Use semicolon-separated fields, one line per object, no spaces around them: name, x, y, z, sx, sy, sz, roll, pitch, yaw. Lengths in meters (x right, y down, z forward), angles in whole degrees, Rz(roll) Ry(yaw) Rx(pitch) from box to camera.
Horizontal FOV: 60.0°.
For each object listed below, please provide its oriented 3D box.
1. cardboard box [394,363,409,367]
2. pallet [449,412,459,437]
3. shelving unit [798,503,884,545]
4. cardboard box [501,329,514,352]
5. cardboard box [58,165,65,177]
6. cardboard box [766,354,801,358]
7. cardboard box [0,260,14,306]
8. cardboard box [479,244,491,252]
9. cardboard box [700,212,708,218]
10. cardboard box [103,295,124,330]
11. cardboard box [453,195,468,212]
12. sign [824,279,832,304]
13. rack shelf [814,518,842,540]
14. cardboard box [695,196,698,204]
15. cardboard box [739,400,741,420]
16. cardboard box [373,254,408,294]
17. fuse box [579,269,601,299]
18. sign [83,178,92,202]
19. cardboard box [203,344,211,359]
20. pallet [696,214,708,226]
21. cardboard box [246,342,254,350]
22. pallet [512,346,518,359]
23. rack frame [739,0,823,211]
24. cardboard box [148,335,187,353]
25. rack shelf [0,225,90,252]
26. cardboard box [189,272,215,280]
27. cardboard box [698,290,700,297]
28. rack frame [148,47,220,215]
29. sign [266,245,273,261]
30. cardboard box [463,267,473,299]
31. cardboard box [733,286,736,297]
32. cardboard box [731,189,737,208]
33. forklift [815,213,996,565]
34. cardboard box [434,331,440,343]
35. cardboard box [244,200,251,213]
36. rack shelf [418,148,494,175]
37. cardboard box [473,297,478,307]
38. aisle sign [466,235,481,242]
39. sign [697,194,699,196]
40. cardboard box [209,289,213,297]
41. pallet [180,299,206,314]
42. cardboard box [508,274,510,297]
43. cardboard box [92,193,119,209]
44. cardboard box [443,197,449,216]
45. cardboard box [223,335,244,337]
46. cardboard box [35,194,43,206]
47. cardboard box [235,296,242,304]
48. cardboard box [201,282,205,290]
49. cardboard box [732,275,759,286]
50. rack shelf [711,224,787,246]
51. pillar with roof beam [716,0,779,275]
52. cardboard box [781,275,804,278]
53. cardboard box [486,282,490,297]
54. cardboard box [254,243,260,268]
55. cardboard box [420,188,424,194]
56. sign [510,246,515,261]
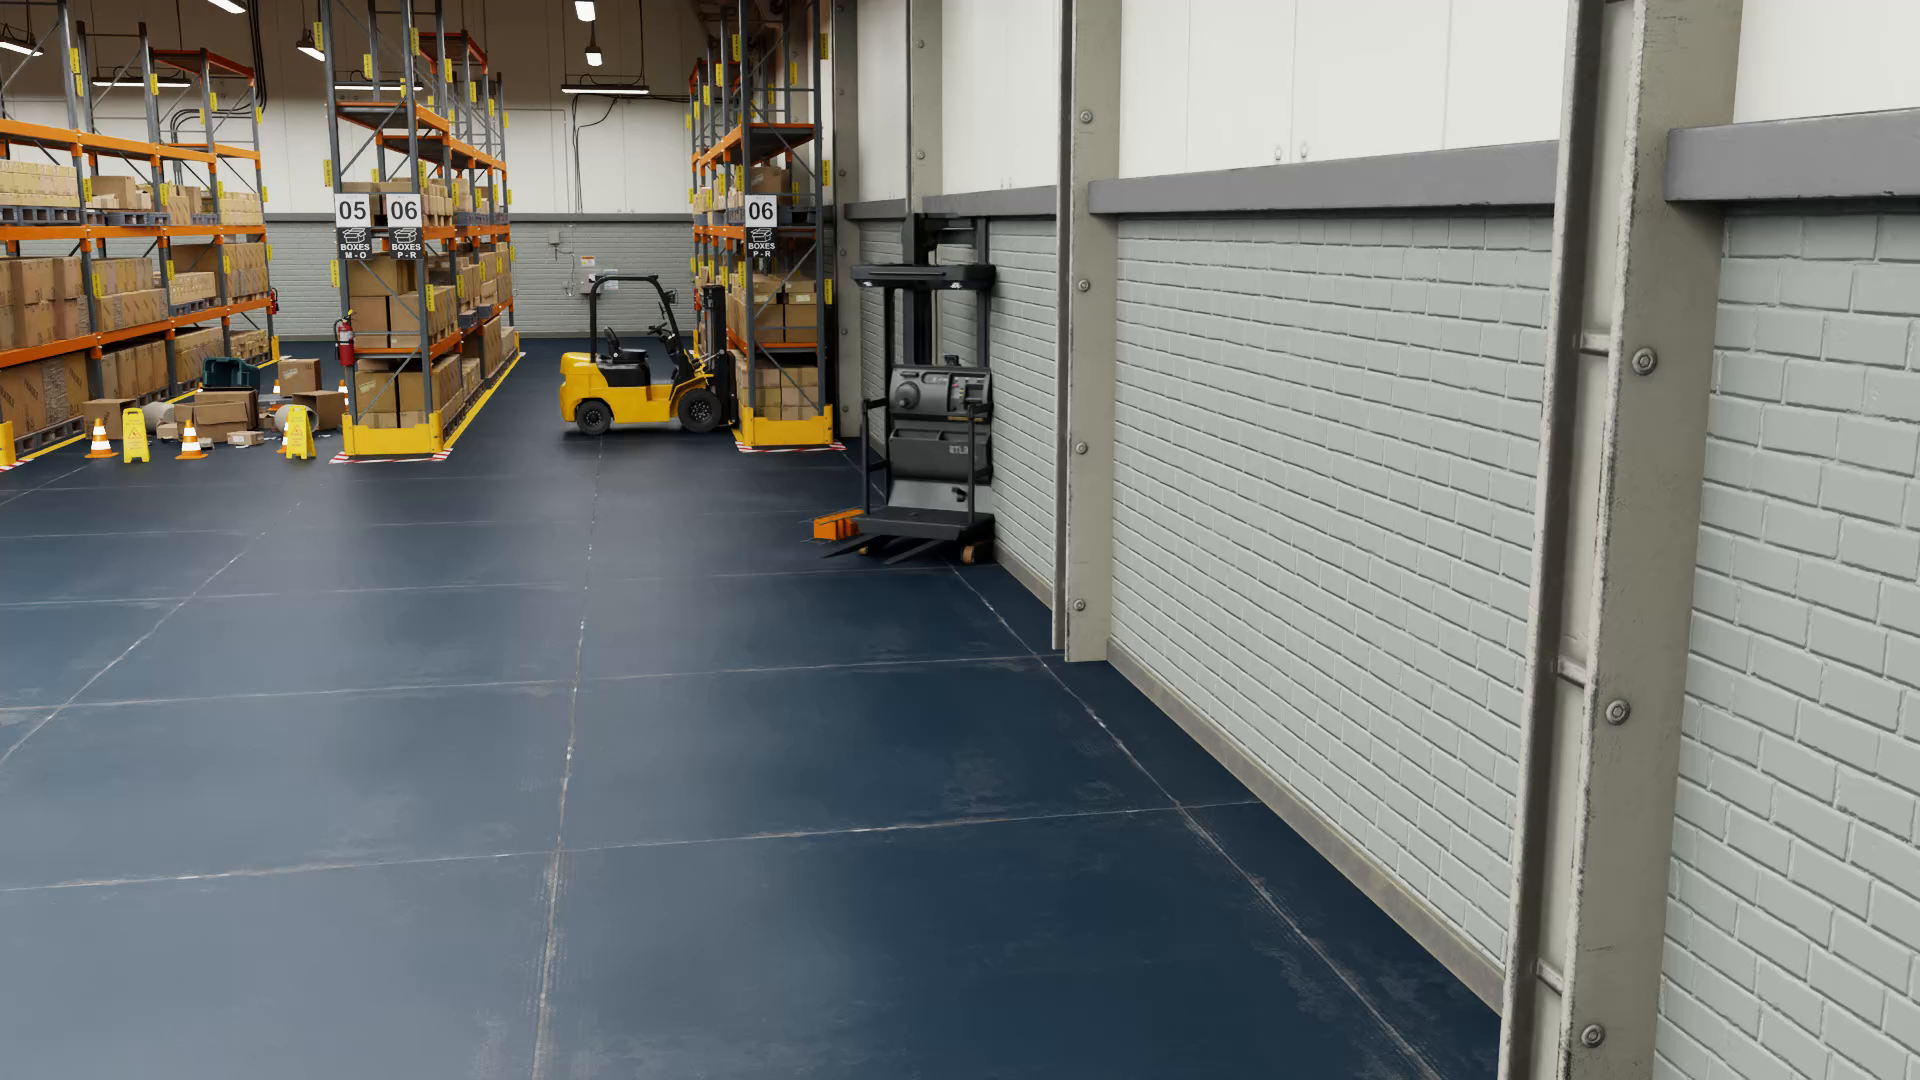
cardboard box;-7.742;-2.119;22.534;0.500;0.500;0.500;-2;11;-12
pallet;-7.506;-1.587;22.970;1.003;0.211;1.213;-2;11;-11
shelving unit;-1.056;-0.157;15.499;0.258;0.189;1.200;6;13;29
cardboard box;-9.833;-4.167;34.795;0.875;0.438;0.875;-2;11;-9
cardboard box;-12.267;-4.954;22.328;0.380;0.149;0.250;-2;11;-11
cardboard box;-2.560;-2.562;24.192;0.500;0.250;0.500;-2;11;-11
cardboard box;-12.202;-3.142;20.393;0.875;0.550;0.550;-2;11;-11
cardboard box;-9.275;-5.697;32.427;0.380;0.149;0.250;-2;11;-12
cardboard box;-4.939;-6.577;33.312;0.500;0.250;0.500;-2;11;-11
cardboard box;-12.685;-3.352;24.520;0.500;0.500;0.500;-2;11;-11
cardboard box;-7.632;-5.031;24.862;0.500;0.250;0.500;-2;11;-13
sign;-1.720;-3.234;21.638;0.100;0.325;0.005;-2;11;-11
rack shelf;-1.214;-0.105;15.231;0.258;0.180;0.103;6;13;29
cardboard box;-4.972;-6.632;32.484;0.380;0.149;0.250;-2;11;-9
cardboard box;-2.755;-1.772;22.717;0.500;0.250;0.500;-2;11;-11
cardboard box;-7.539;-3.435;21.483;0.700;0.500;0.500;-2;11;-10
fuse box;-9.277;-5.954;41.902;0.539;1.711;0.414;-2;11;-11
sign;-12.204;-4.891;23.256;0.100;0.325;0.005;-2;11;-11
cardboard box;-13.718;-3.235;29.734;0.500;0.500;0.500;-2;11;-12
pallet;-4.337;-6.020;31.285;1.213;0.211;1.003;-2;11;-11
cardboard box;-14.371;-3.884;33.286;0.380;0.149;0.250;-2;11;-10
pallet;-10.014;-3.990;35.597;1.003;0.211;1.213;-2;11;-11
rack frame;-2.266;-5.698;21.065;1.000;3.000;0.127;-2;11;-11
cardboard box;-13.423;-3.320;28.175;0.500;0.250;0.500;-3;11;-14
rack shelf;-12.359;-3.858;21.345;1.077;0.370;4.000;-2;11;-11
cardboard box;-14.034;-4.880;30.773;0.380;0.149;0.250;-2;11;-8
cardboard box;-5.381;-5.253;35.447;0.380;0.149;0.250;-2;11;-13
rack frame;-14.304;-7.519;30.633;1.000;3.000;0.127;-2;11;-11
sign;-14.534;-6.046;34.997;0.100;0.325;0.005;-2;11;-11
cardboard box;-8.013;-4.078;26.413;0.500;0.500;0.500;-3;11;-13
cardboard box;-3.085;-3.594;24.053;0.380;0.149;0.250;-2;11;-12
cardboard box;-3.053;-4.864;23.675;0.396;0.266;0.258;-2;11;-12
forklift;-0.255;-1.318;14.282;1.130;2.935;3.031;5;12;23
cardboard box;-7.036;-2.661;21.829;0.380;0.149;0.250;-2;11;-10
cardboard box;-14.545;-6.688;33.353;0.500;0.250;0.500;-2;11;-10
rack shelf;-9.079;-6.801;29.854;1.077;0.370;4.000;-2;11;-11
cardboard box;-8.071;-3.880;27.111;0.380;0.149;0.250;-2;11;-10
aisle sign;-10.544;-6.784;35.862;0.394;0.787;0.004;-2;11;-11
sign;-5.131;-6.658;32.749;0.100;0.325;0.005;-2;11;-11
cardboard box;-13.981;-4.541;30.583;0.380;0.149;0.250;-2;11;-11
pallet;-13.951;-4.105;29.257;1.003;0.211;1.213;-2;11;-11
cardboard box;-9.810;-5.382;35.181;0.500;0.500;0.500;-2;11;-12
cardboard box;-12.904;-5.118;25.012;0.396;0.266;0.258;-2;11;-11
cardboard box;-7.463;-4.685;23.373;0.500;0.250;0.500;-2;11;-12
cardboard box;-14.437;-3.981;33.003;0.380;0.149;0.250;-3;11;-13
cardboard box;-12.066;-4.375;21.419;0.380;0.149;0.250;-2;11;-11
cardboard box;-14.296;-4.703;32.553;0.380;0.149;0.250;-2;11;-10
cardboard box;-13.877;-4.591;30.049;0.380;0.149;0.250;-2;11;-13
cardboard box;-3.126;-3.787;24.272;0.380;0.149;0.250;-2;11;-10
rack shelf;-3.433;-4.971;27.194;1.077;0.370;4.000;-2;11;-11
pillar with roof beam;-8.074;-7.903;32.649;9.100;9.000;0.548;-2;11;-11
cardboard box;-2.472;-3.763;24.147;0.380;0.149;0.250;-2;11;-12
cardboard box;-8.731;-4.497;29.866;0.500;0.250;0.500;-2;11;-11
cardboard box;-14.650;-5.824;34.036;0.500;0.500;0.500;-3;11;-13
cardboard box;-7.056;-4.478;21.216;0.380;0.149;0.250;-2;11;-11
sign;-9.711;-6.206;36.051;0.100;0.325;0.005;-2;11;-11
